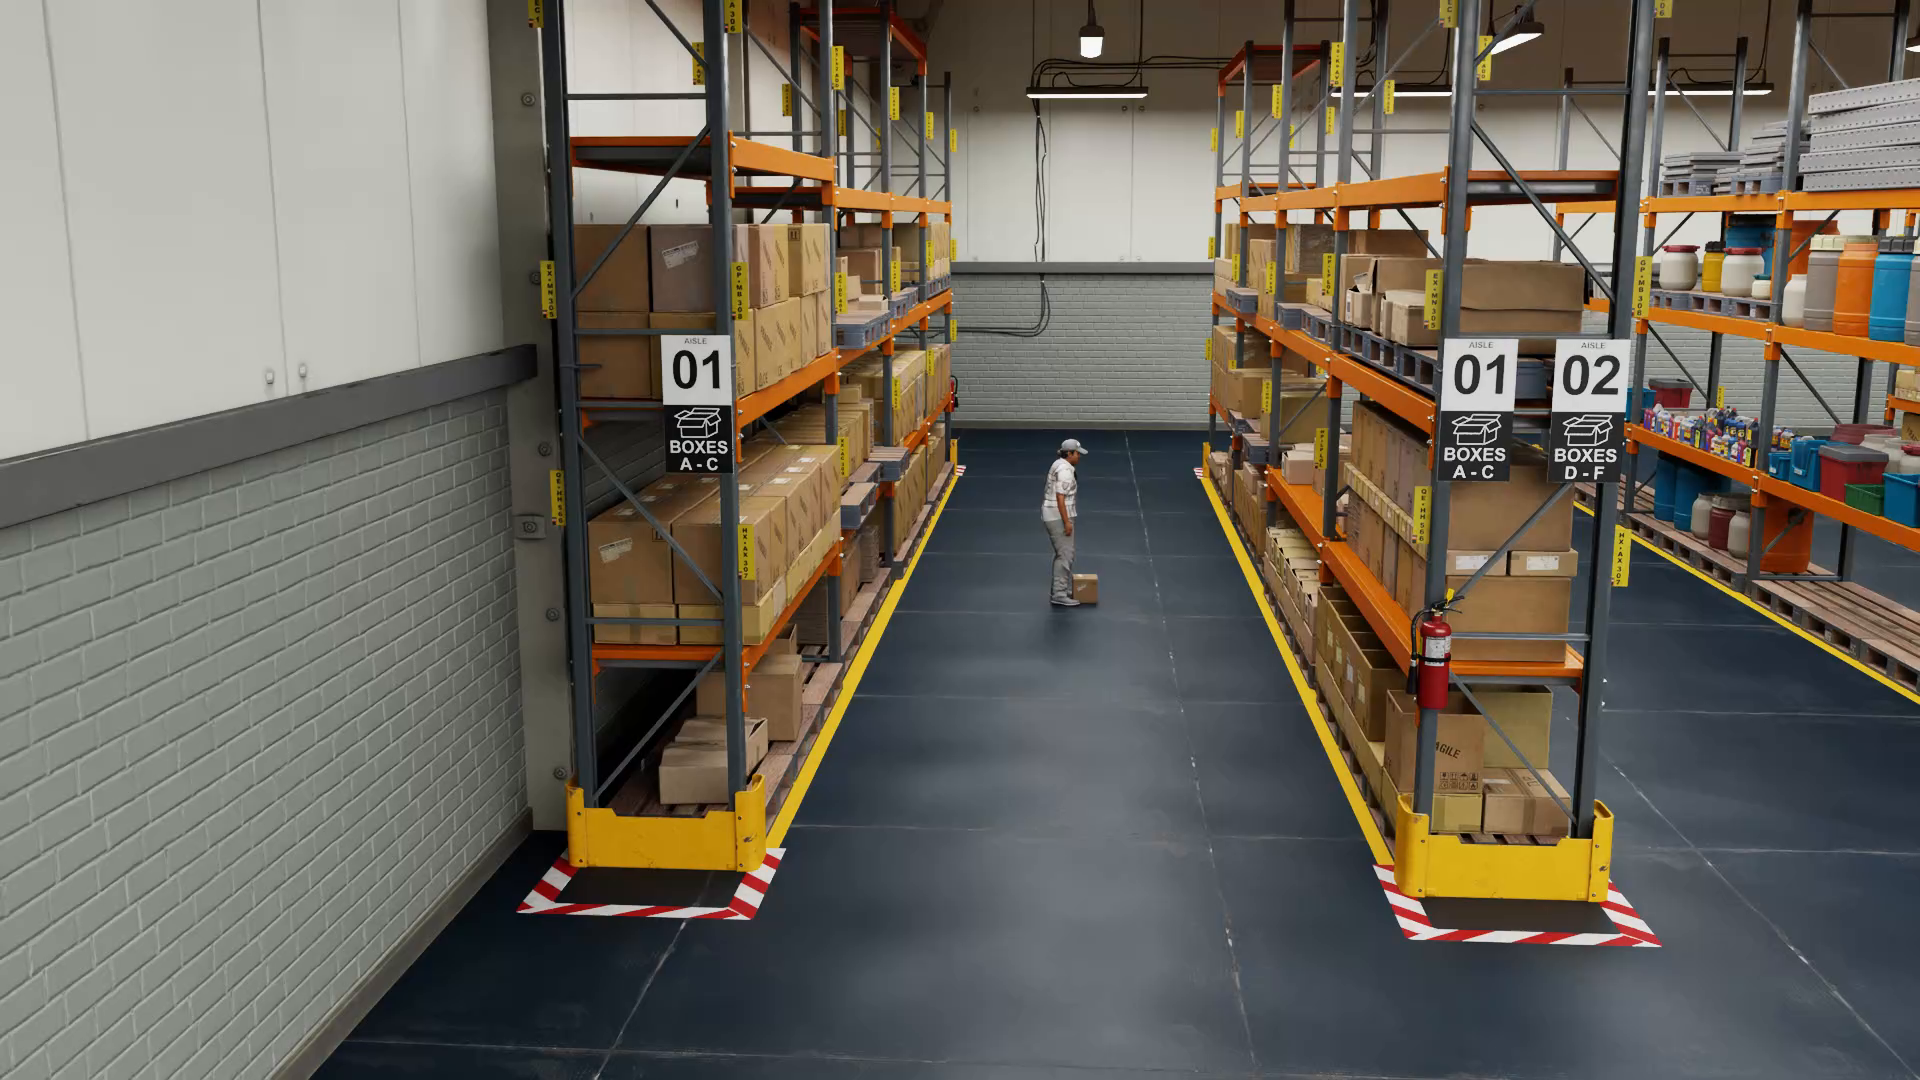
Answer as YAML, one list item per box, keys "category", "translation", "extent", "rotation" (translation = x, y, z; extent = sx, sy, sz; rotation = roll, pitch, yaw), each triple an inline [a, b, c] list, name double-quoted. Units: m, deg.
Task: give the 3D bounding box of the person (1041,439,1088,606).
- category: "person"
  translation: [1.065, -0.198, 16.942]
  extent: [0.468, 1.666, 0.564]
  rotation: [0, 11, 1]
